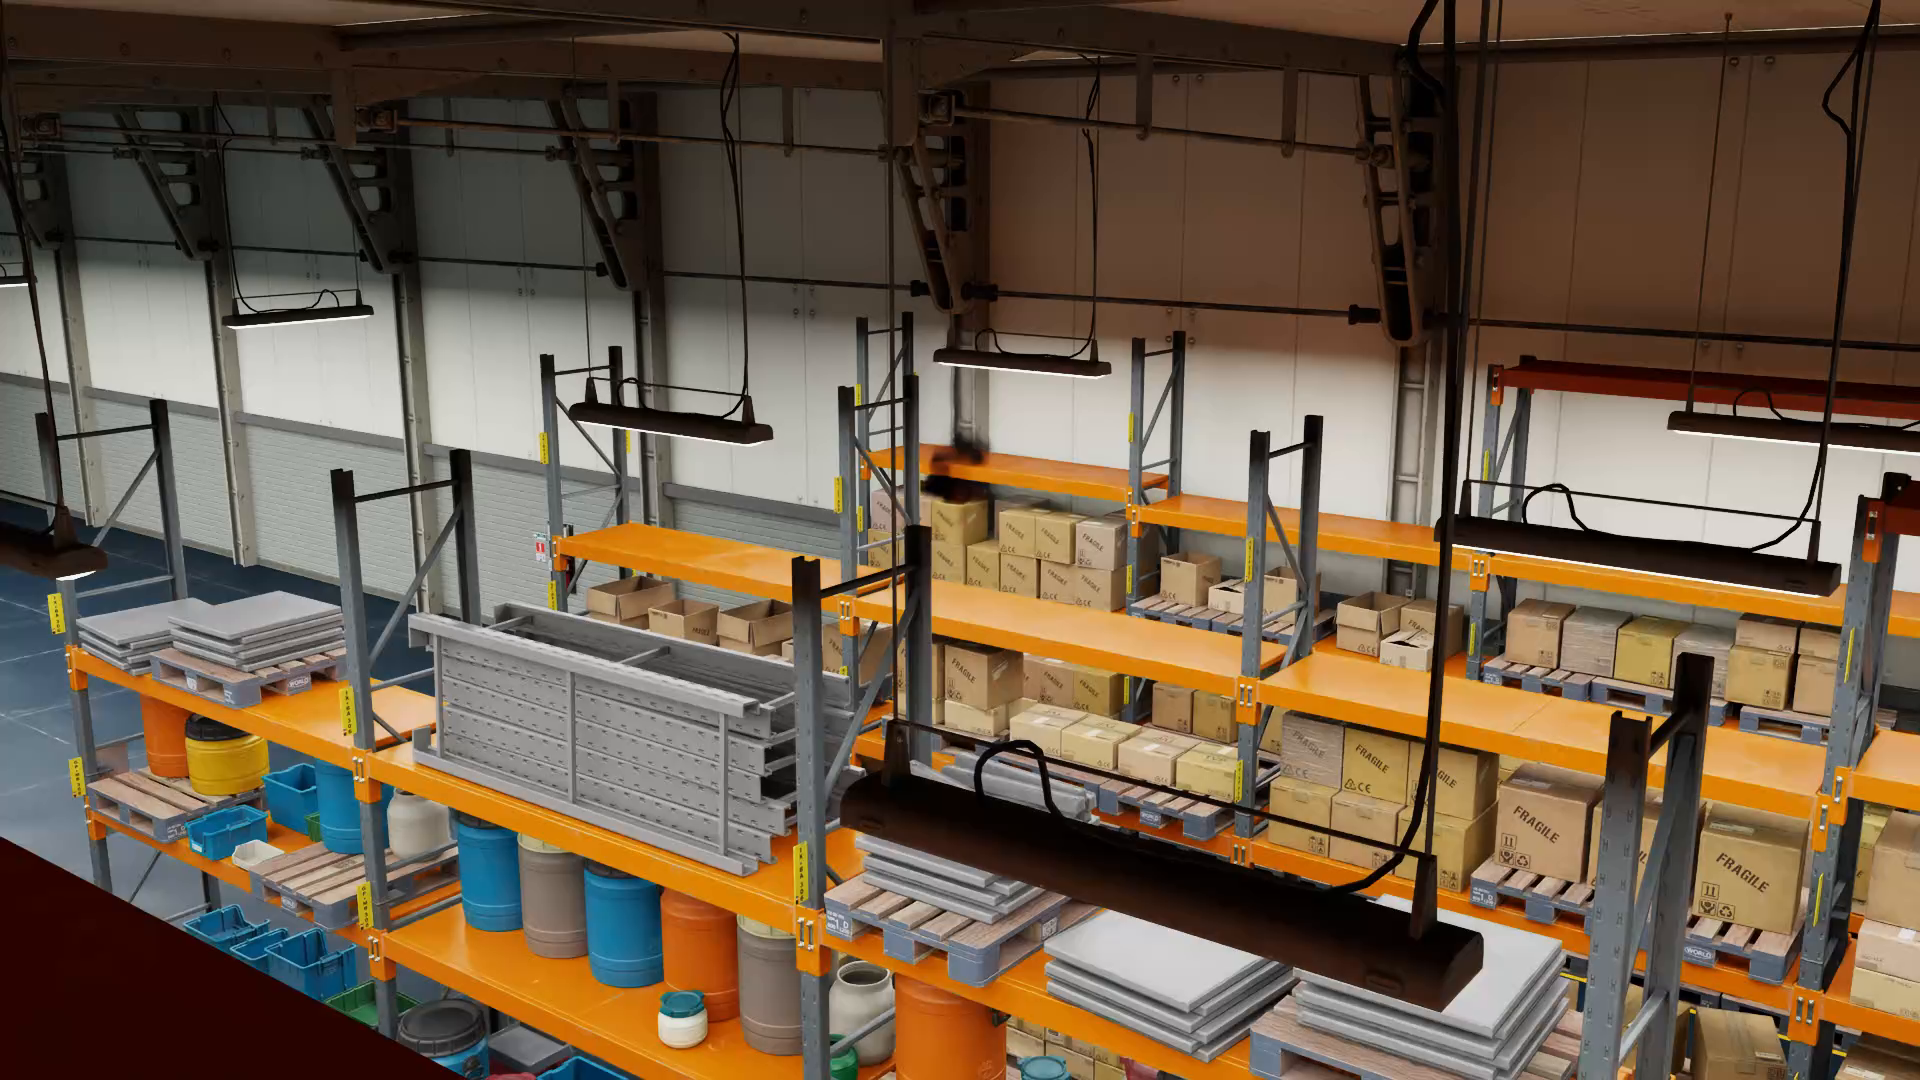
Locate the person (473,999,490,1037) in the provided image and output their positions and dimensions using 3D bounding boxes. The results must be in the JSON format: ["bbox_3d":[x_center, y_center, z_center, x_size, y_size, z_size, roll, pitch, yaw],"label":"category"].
[{"bbox_3d":[-4.145,3.889,14.804,0.705,1.695,0.585,8,15,30],"label":"person"}]

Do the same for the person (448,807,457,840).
[{"bbox_3d":[-5.945,2.886,18.863,0.815,1.711,0.719,-4,14,-17],"label":"person"}]
